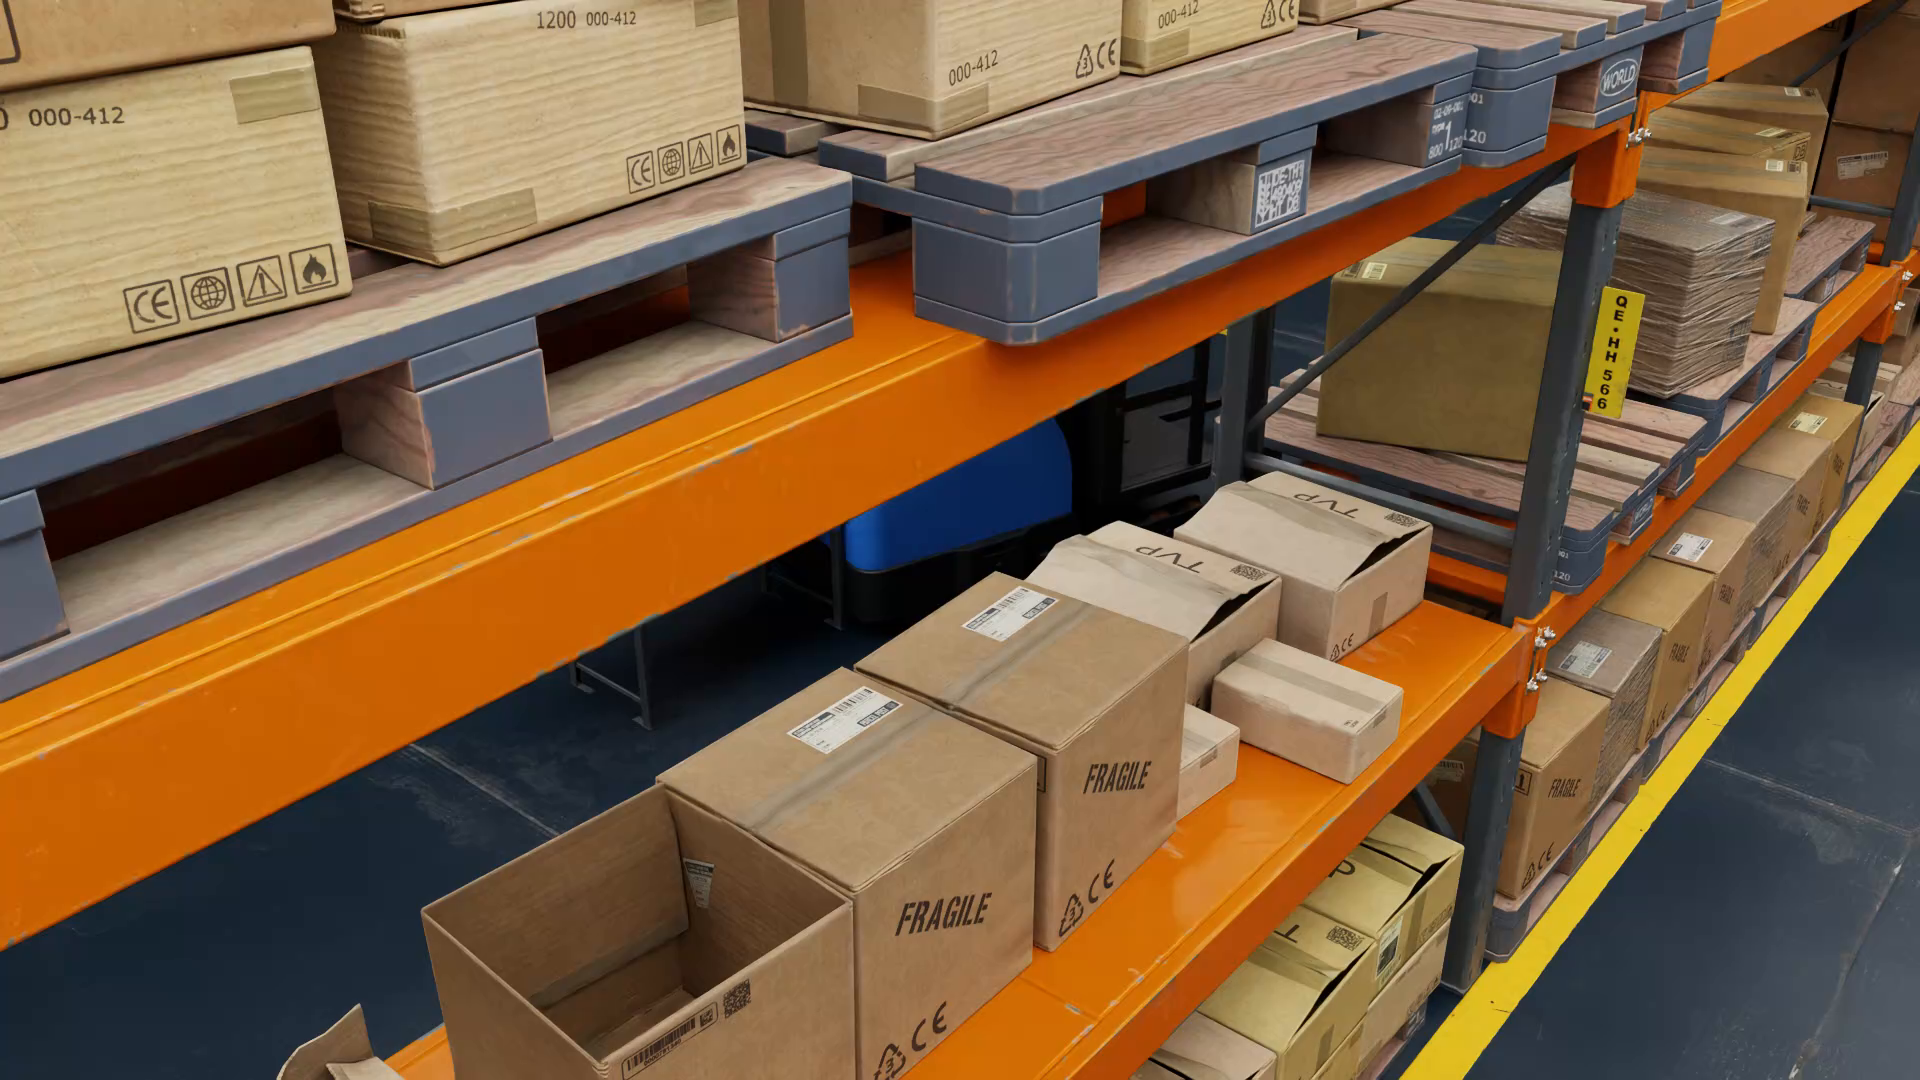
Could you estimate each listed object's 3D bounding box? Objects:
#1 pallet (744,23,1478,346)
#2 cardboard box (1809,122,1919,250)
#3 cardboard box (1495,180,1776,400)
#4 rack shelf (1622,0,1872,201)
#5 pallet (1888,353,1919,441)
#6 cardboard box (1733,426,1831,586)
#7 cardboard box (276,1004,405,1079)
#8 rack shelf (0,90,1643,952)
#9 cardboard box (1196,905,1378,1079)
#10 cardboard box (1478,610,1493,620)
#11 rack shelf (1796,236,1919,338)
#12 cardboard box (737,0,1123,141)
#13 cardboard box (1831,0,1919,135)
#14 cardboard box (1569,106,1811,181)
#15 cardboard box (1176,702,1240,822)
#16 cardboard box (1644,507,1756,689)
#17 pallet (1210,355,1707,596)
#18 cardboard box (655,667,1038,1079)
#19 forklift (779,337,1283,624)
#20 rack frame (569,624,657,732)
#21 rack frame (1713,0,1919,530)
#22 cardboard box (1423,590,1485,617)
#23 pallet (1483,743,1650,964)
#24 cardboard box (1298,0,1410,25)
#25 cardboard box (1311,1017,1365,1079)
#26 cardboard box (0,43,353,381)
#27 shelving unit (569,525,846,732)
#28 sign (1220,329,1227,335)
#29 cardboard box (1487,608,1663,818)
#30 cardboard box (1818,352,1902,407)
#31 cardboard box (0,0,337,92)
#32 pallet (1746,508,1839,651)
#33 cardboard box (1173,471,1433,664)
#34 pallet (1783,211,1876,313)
[{"bbox_3d":[0.113,-0.693,2.766,1.003,0.211,1.213,23,35,37],"label":"pallet"},{"bbox_3d":[4.264,-1.672,7.609,0.500,0.500,0.500,22,34,36],"label":"cardboard box"},{"bbox_3d":[2.228,-0.864,5.590,0.500,0.500,0.700,-21,34,-34],"label":"cardboard box"},{"bbox_3d":[2.457,-1.830,5.542,1.077,0.370,4.000,21,34,34],"label":"rack shelf"},{"bbox_3d":[4.942,-0.966,9.387,1.003,0.211,1.213,21,34,34],"label":"pallet"},{"bbox_3d":[3.316,-0.180,7.076,0.500,0.500,0.500,21,34,35],"label":"cardboard box"},{"bbox_3d":[-0.942,1.004,2.691,0.396,0.266,0.258,20,33,33],"label":"cardboard box"},{"bbox_3d":[-0.087,-0.412,2.801,1.077,0.370,4.000,21,34,34],"label":"rack shelf"},{"bbox_3d":[0.716,1.121,4.244,0.500,0.311,0.500,20,34,34],"label":"cardboard box"},{"bbox_3d":[1.599,0.406,5.942,0.500,0.500,0.500,22,35,36],"label":"cardboard box"},{"bbox_3d":[5.001,-1.916,8.973,1.077,0.370,4.000,21,34,34],"label":"rack shelf"},{"bbox_3d":[-0.096,-0.803,2.478,0.500,0.250,0.500,18,32,30],"label":"cardboard box"},{"bbox_3d":[4.246,-2.100,7.348,0.500,0.500,0.500,22,34,36],"label":"cardboard box"},{"bbox_3d":[2.867,-1.393,6.612,0.500,0.500,0.700,-22,35,-36],"label":"cardboard box"},{"bbox_3d":[0.417,0.472,3.847,0.380,0.149,0.250,24,36,38],"label":"cardboard box"},{"bbox_3d":[2.674,0.178,6.382,0.500,0.500,0.500,19,33,33],"label":"cardboard box"},{"bbox_3d":[1.562,-0.284,5.243,1.213,0.211,1.003,21,34,34],"label":"pallet"},{"bbox_3d":[-0.205,0.633,3.152,0.500,0.500,0.500,21,34,34],"label":"cardboard box"},{"bbox_3d":[0.585,-1.457,7.376,3.031,2.935,1.130,-17,32,-29],"label":"forklift"},{"bbox_3d":[-1.355,-0.017,6.150,0.500,1.500,0.032,22,35,36],"label":"rack frame"},{"bbox_3d":[3.729,-1.527,7.437,1.000,3.000,0.127,21,34,34],"label":"rack frame"},{"bbox_3d":[1.631,0.052,5.811,0.500,0.250,0.500,22,35,36],"label":"cardboard box"},{"bbox_3d":[1.689,0.876,5.826,1.003,0.211,1.213,21,34,34],"label":"pallet"},{"bbox_3d":[0.620,-1.192,3.232,0.500,0.250,0.500,22,34,36],"label":"cardboard box"},{"bbox_3d":[0.713,1.368,4.377,0.500,0.250,0.500,20,34,34],"label":"cardboard box"},{"bbox_3d":[-0.960,-0.358,1.619,0.500,0.250,0.500,-24,36,-38],"label":"cardboard box"},{"bbox_3d":[-1.016,-0.191,6.486,0.538,1.500,1.048,22,35,36],"label":"shelving unit"},{"bbox_3d":[0.760,-0.743,4.747,0.100,0.325,0.005,21,34,34],"label":"sign"},{"bbox_3d":[2.024,0.541,5.681,0.500,0.500,0.500,19,33,33],"label":"cardboard box"},{"bbox_3d":[4.706,-0.859,8.750,0.380,0.166,0.250,21,34,34],"label":"cardboard box"},{"bbox_3d":[-0.937,-0.683,1.431,0.500,0.500,0.500,21,34,35],"label":"cardboard box"},{"bbox_3d":[3.241,0.011,7.499,1.003,0.211,1.213,21,34,34],"label":"pallet"},{"bbox_3d":[0.920,0.047,4.491,0.500,0.311,0.500,23,35,37],"label":"cardboard box"},{"bbox_3d":[3.137,-1.190,6.995,1.003,0.211,1.213,21,34,34],"label":"pallet"}]
